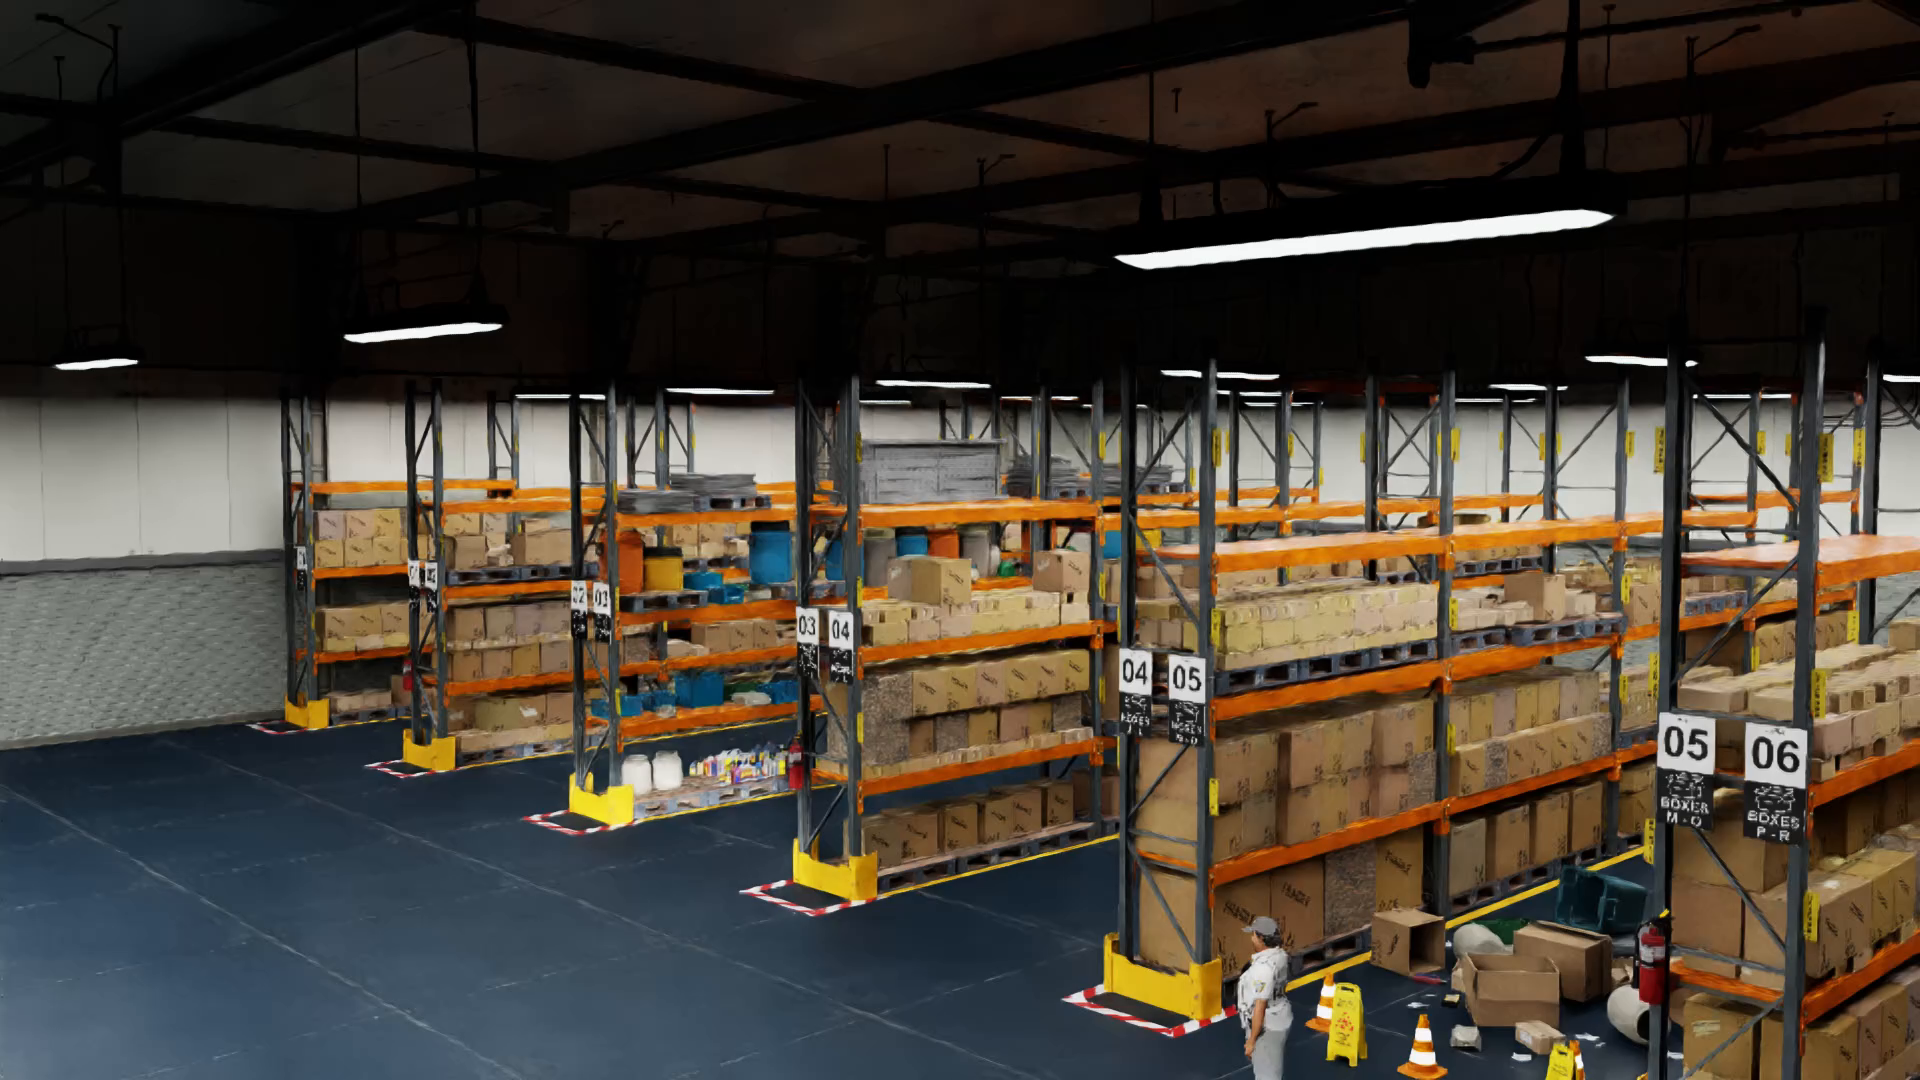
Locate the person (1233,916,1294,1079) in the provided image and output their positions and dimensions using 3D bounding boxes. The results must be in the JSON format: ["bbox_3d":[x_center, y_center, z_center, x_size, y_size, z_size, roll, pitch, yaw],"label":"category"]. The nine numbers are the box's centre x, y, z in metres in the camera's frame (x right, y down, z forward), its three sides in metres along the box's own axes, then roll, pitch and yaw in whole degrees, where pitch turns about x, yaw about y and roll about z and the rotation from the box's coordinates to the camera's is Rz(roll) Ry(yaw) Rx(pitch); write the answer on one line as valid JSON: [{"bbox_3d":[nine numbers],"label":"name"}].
[{"bbox_3d":[2.236,3.571,12.043,0.508,1.652,0.674,1,4,21],"label":"person"}]
